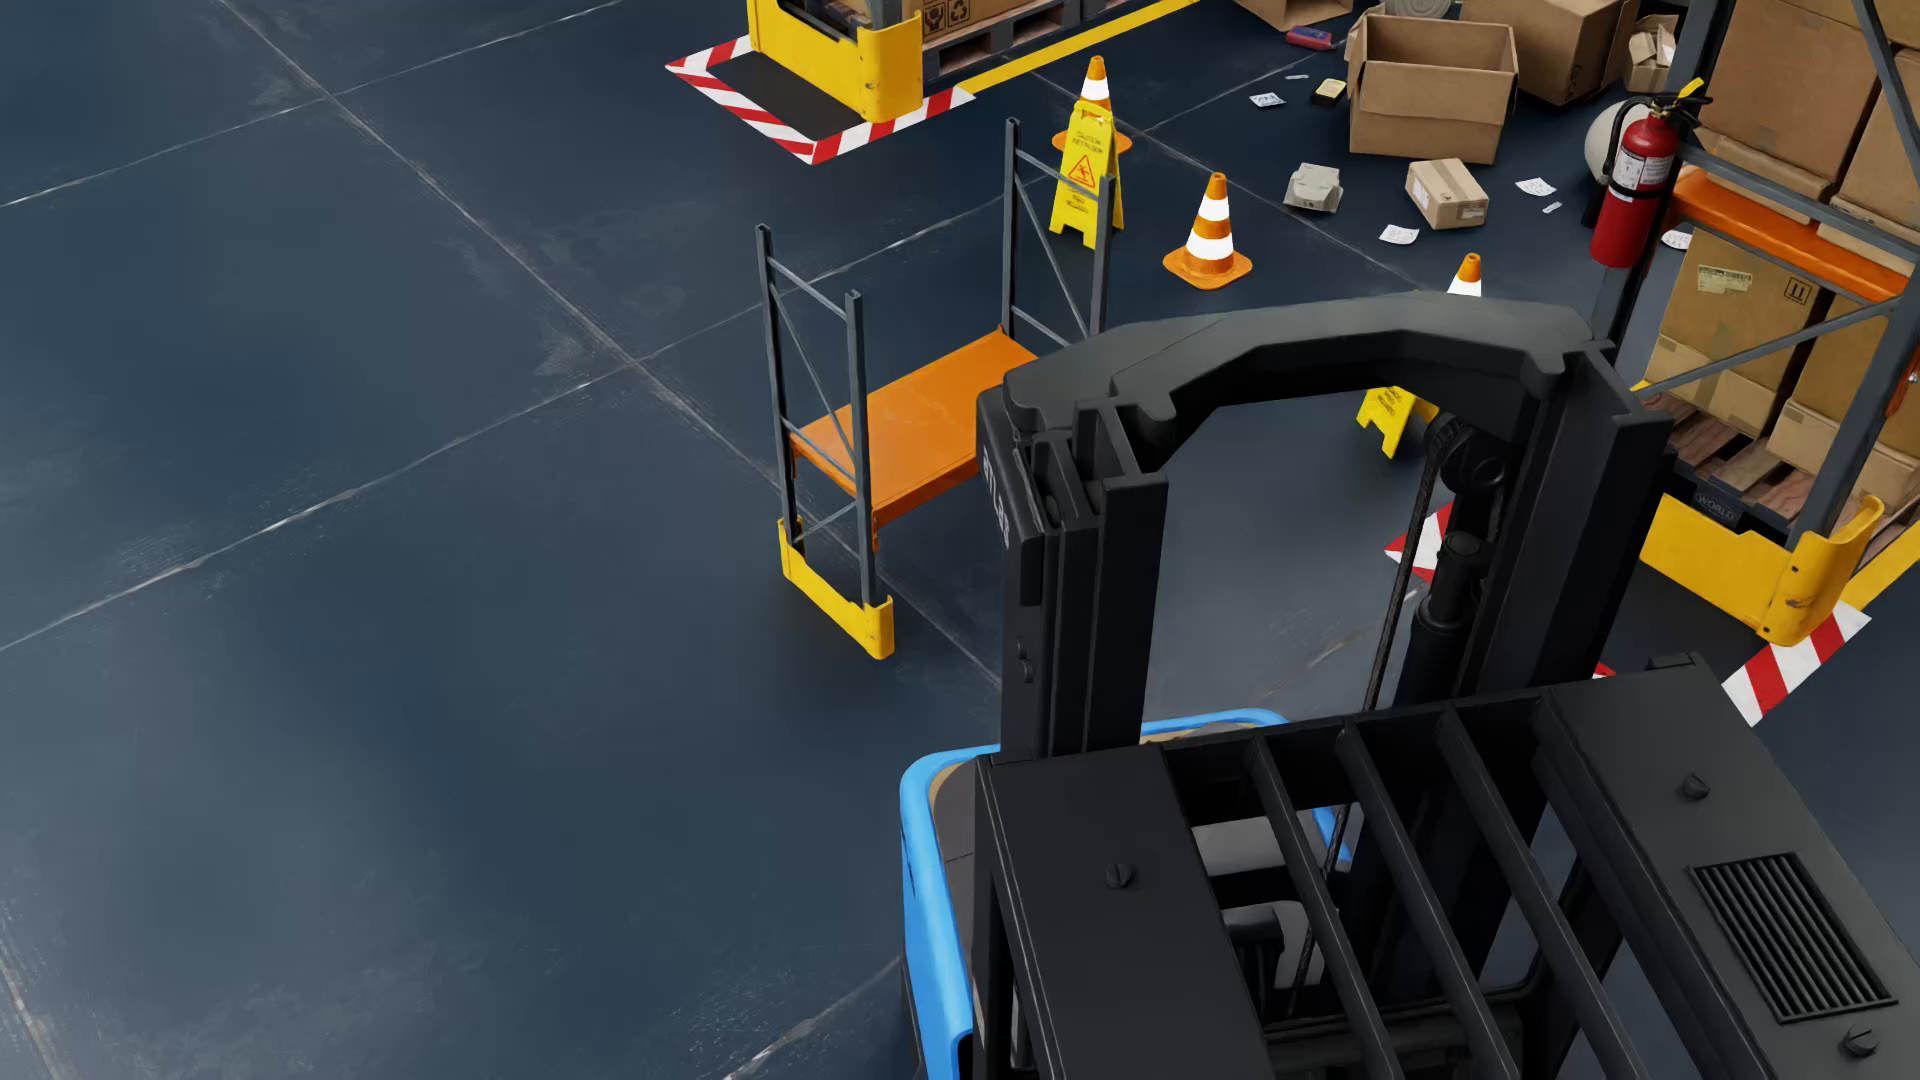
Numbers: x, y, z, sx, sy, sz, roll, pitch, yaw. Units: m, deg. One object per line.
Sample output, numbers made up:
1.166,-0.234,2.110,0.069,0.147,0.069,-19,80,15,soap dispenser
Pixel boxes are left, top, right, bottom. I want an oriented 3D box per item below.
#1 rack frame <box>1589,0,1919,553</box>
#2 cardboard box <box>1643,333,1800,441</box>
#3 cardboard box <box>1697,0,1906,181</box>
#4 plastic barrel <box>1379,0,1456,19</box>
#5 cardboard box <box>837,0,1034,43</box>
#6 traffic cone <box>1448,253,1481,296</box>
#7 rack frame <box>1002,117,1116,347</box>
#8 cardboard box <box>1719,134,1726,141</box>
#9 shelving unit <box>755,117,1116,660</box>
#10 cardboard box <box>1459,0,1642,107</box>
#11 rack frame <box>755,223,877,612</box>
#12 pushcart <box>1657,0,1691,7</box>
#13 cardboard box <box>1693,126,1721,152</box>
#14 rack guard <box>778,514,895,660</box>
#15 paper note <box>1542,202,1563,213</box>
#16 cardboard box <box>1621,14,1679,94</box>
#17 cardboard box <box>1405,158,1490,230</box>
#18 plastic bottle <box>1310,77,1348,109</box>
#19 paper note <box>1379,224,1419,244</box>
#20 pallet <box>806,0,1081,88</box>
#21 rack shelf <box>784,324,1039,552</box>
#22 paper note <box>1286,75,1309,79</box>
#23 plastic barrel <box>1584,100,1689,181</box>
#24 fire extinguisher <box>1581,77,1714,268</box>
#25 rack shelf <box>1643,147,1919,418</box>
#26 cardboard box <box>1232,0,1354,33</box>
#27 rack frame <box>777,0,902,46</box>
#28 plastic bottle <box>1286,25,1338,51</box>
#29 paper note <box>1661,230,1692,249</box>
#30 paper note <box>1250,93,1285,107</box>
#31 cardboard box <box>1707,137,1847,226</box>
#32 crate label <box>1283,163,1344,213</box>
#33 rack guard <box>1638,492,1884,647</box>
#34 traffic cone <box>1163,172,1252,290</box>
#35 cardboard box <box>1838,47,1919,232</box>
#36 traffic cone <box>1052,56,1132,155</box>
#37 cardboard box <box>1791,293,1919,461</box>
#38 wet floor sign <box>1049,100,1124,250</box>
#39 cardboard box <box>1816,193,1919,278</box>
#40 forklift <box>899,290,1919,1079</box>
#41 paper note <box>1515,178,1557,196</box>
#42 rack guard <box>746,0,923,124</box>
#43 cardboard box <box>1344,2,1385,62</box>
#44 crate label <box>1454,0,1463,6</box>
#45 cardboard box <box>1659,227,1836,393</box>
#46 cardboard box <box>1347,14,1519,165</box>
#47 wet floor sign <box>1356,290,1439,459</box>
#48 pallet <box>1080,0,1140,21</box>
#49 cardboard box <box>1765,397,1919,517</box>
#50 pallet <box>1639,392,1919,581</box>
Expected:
2.600,-1.047,5.174,0.127,3.000,1.000,-30,51,-28,rack frame
3.066,-0.705,6.511,0.500,0.250,0.500,-30,51,-28,cardboard box
2.839,-1.575,5.446,0.500,0.500,0.500,-31,51,-29,cardboard box
2.529,-3.116,9.259,0.421,0.421,0.512,0,43,0,plastic barrel
-0.176,-3.313,8.832,0.875,0.875,0.875,-29,51,-28,cardboard box
2.102,-0.989,6.965,0.334,0.463,0.336,-30,51,-28,traffic cone
0.324,-0.733,5.934,0.032,1.500,0.500,-30,51,-28,rack frame
2.873,-1.402,5.735,0.250,0.149,0.380,-30,51,-28,cardboard box
-0.058,-0.513,5.701,1.083,1.500,0.587,-30,51,-28,shelving unit
3.035,-2.703,8.661,0.503,0.637,0.797,-30,51,-28,cardboard box
-0.455,-0.286,5.459,0.032,1.500,0.500,-30,51,-28,rack frame
4.167,-3.023,9.194,1.648,0.377,0.936,22,47,21,pushcart
3.973,-2.138,8.159,0.500,0.500,0.500,0,43,0,cardboard box
-0.440,0.161,5.896,0.087,0.250,0.587,-30,51,-28,rack guard
2.826,-1.586,7.932,0.123,0.001,0.032,-30,51,-28,paper note
3.666,-2.577,8.800,0.258,0.266,0.396,7,44,7,cardboard box
2.309,-1.644,7.892,0.250,0.149,0.380,-7,44,-7,cardboard box
1.948,-2.359,8.717,0.133,0.061,0.283,22,47,21,plastic bottle
2.048,-1.425,7.745,0.148,0.019,0.142,22,47,21,paper note
-0.090,-2.978,9.267,1.213,0.211,1.003,-30,51,-28,pallet
-0.065,-0.378,5.820,1.000,0.185,0.538,-30,51,-28,rack shelf
1.798,-2.470,8.873,0.123,0.001,0.032,-7,44,-7,paper note
3.213,-1.810,7.868,0.421,0.421,0.512,0,43,0,plastic barrel
2.216,-1.211,5.404,0.183,0.674,0.296,-30,51,-28,fire extinguisher
4.134,-1.663,6.355,4.000,0.370,1.077,-30,51,-28,rack shelf
1.882,-3.228,9.320,0.500,0.500,0.500,-21,47,-21,cardboard box
-0.654,-3.602,7.894,0.127,3.000,1.000,-30,51,-28,rack frame
1.947,-2.750,9.133,0.283,0.061,0.133,22,47,21,plastic bottle
3.337,-1.400,7.718,0.142,0.019,0.148,22,47,21,paper note
1.607,-2.298,8.676,0.142,0.017,0.144,-14,45,-14,paper note
2.749,-1.232,5.554,0.250,0.149,0.380,-28,50,-27,cardboard box
1.692,-1.681,7.940,0.250,0.136,0.298,14,45,15,crate label
2.658,-0.169,6.065,0.348,0.500,1.175,-30,51,-28,rack guard
1.129,-1.422,7.426,0.334,0.463,0.336,-30,51,-28,traffic cone
3.141,-1.254,5.104,0.500,0.500,0.500,-31,51,-28,cardboard box
0.665,-2.165,8.217,0.334,0.463,0.336,-30,51,-28,traffic cone
3.414,-0.691,5.949,0.500,0.500,0.500,-32,52,-29,cardboard box
0.595,-1.691,7.580,0.267,0.644,0.232,30,51,28,wet floor sign
2.993,-0.996,5.303,0.250,0.149,0.380,-30,51,-28,cardboard box
0.609,1.184,2.848,1.130,2.935,3.031,-7,44,-8,forklift
2.796,-1.715,8.063,0.142,0.019,0.148,-14,45,-14,paper note
-0.672,-2.680,8.739,0.348,0.500,1.175,-30,51,-28,rack guard
2.278,-2.640,8.867,0.258,0.266,0.396,-21,47,-21,cardboard box
2.930,-3.180,9.536,0.298,0.136,0.250,7,44,7,crate label
3.047,-0.960,6.235,0.500,0.500,0.500,-29,51,-28,cardboard box
2.323,-2.238,8.265,0.797,0.503,0.637,7,44,7,cardboard box
1.768,-0.667,6.489,0.232,0.644,0.267,-14,45,-14,wet floor sign
0.845,-3.511,9.834,1.213,0.211,1.003,-30,51,-28,pallet
3.396,-0.407,6.194,0.500,0.250,0.500,-30,51,-28,cardboard box
3.304,-0.402,6.524,1.213,0.211,1.003,-30,51,-28,pallet
